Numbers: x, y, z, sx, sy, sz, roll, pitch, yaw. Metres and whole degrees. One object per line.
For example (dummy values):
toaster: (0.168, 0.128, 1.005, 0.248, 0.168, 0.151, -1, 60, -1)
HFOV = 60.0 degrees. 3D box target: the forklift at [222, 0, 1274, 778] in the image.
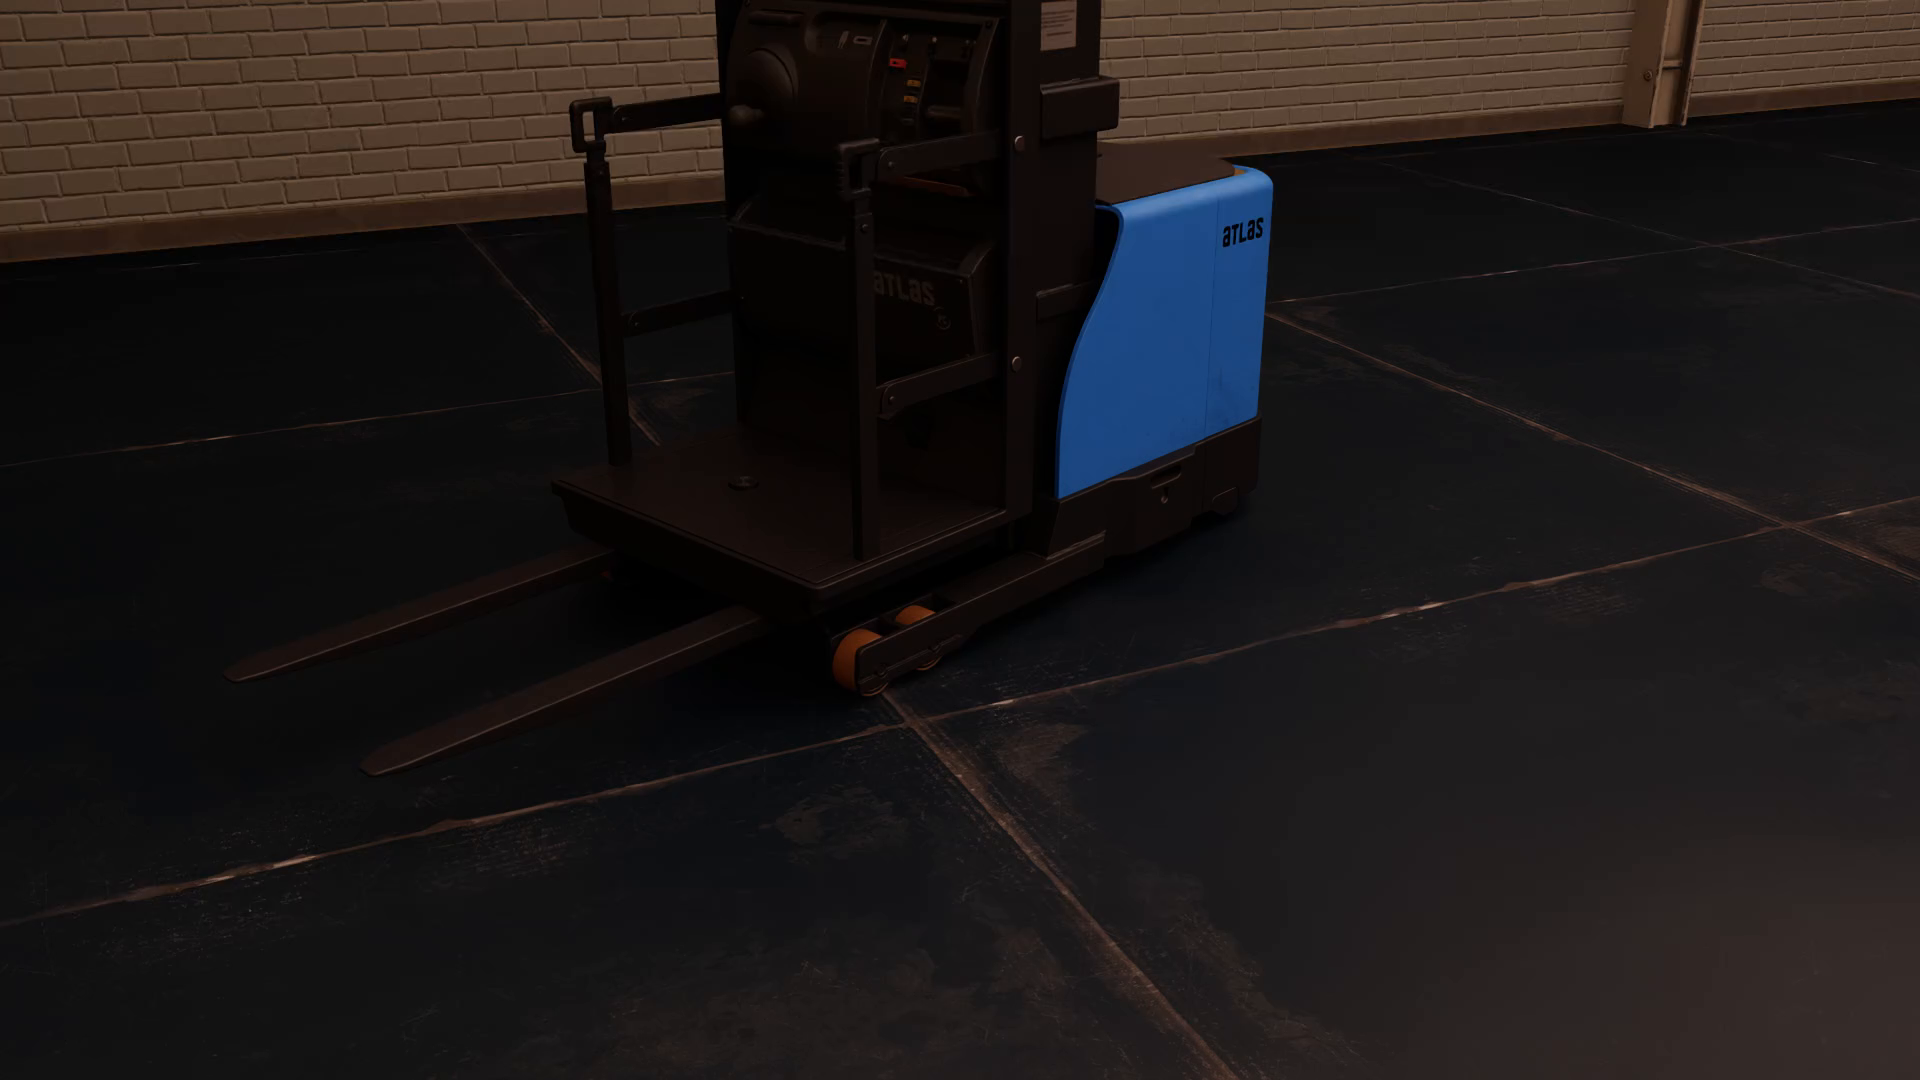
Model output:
forklift: (-0.413, -1.182, 4.131, 1.130, 2.935, 3.031, 19, 29, 39)
